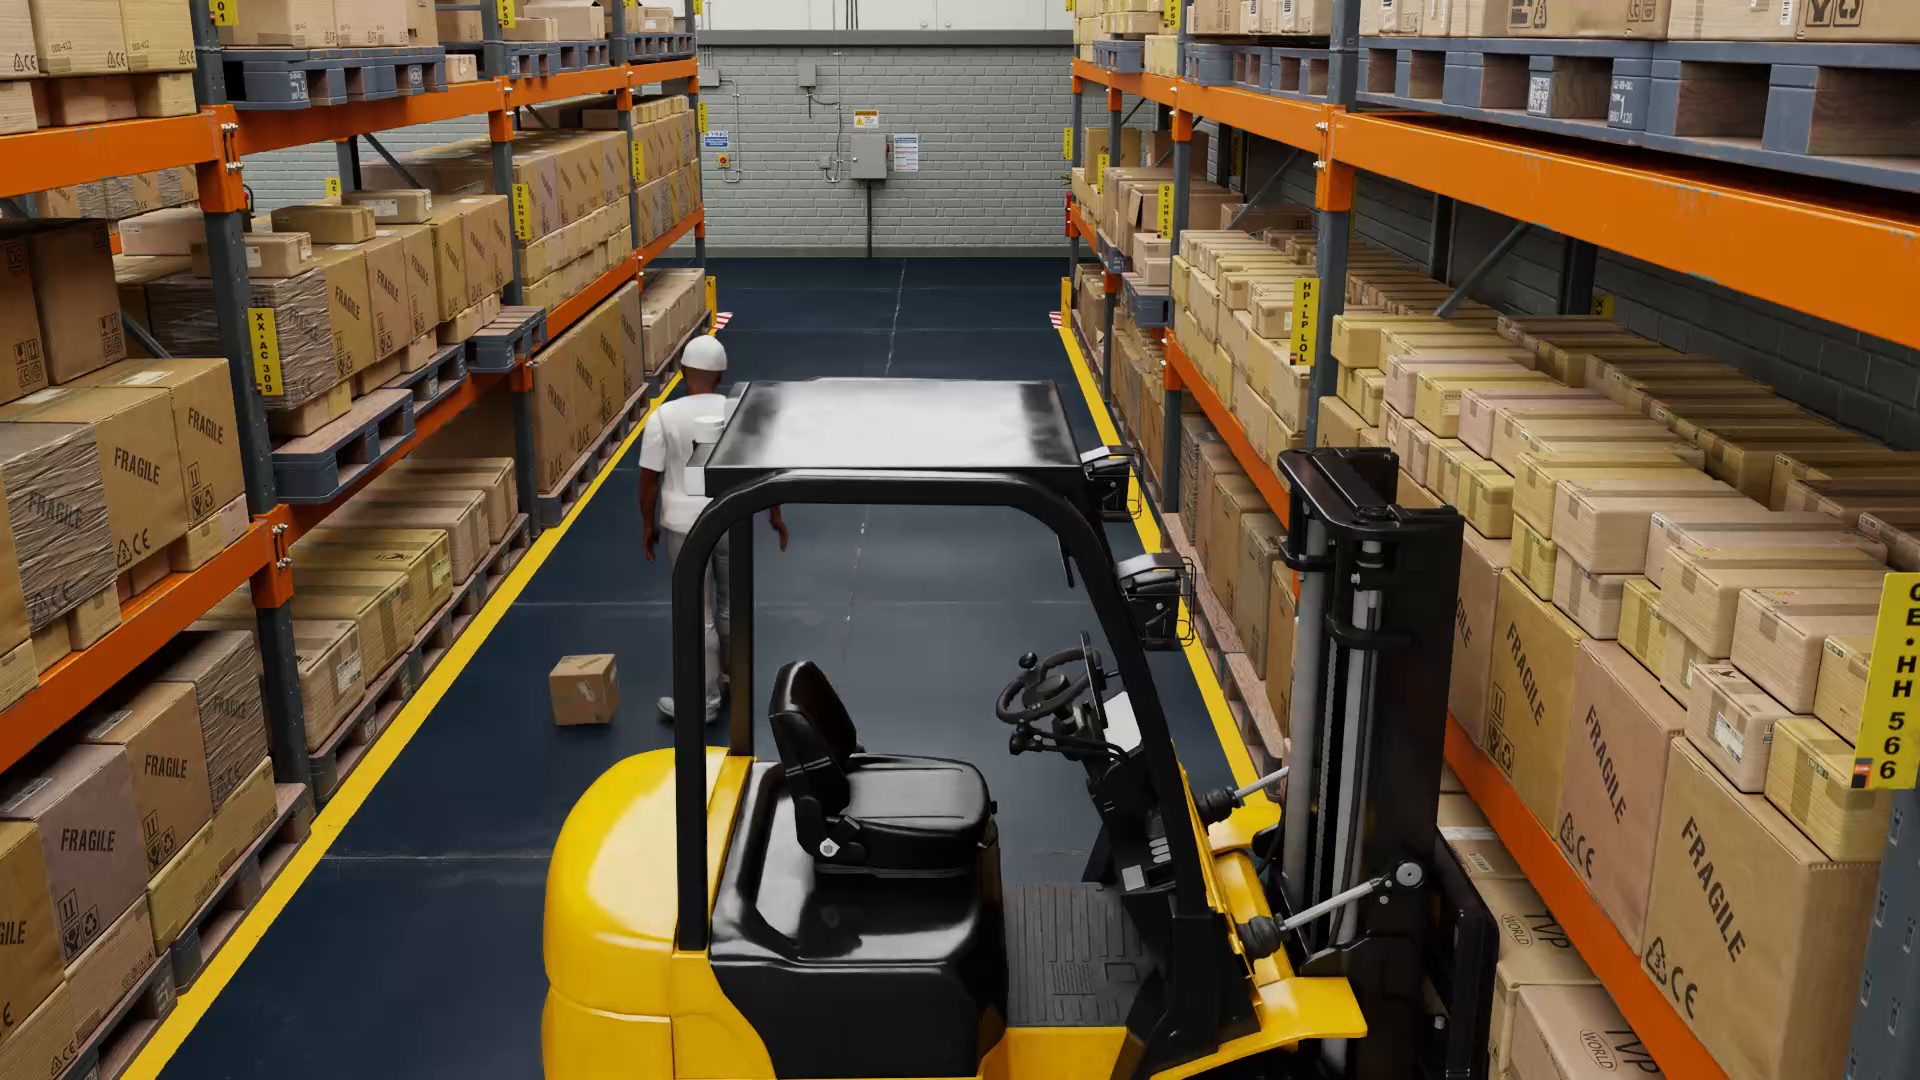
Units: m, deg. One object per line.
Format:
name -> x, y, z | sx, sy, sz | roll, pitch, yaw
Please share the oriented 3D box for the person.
person -> -1.149, -0.079, 7.742 | 0.682, 1.767, 0.635 | -6, 18, -20
